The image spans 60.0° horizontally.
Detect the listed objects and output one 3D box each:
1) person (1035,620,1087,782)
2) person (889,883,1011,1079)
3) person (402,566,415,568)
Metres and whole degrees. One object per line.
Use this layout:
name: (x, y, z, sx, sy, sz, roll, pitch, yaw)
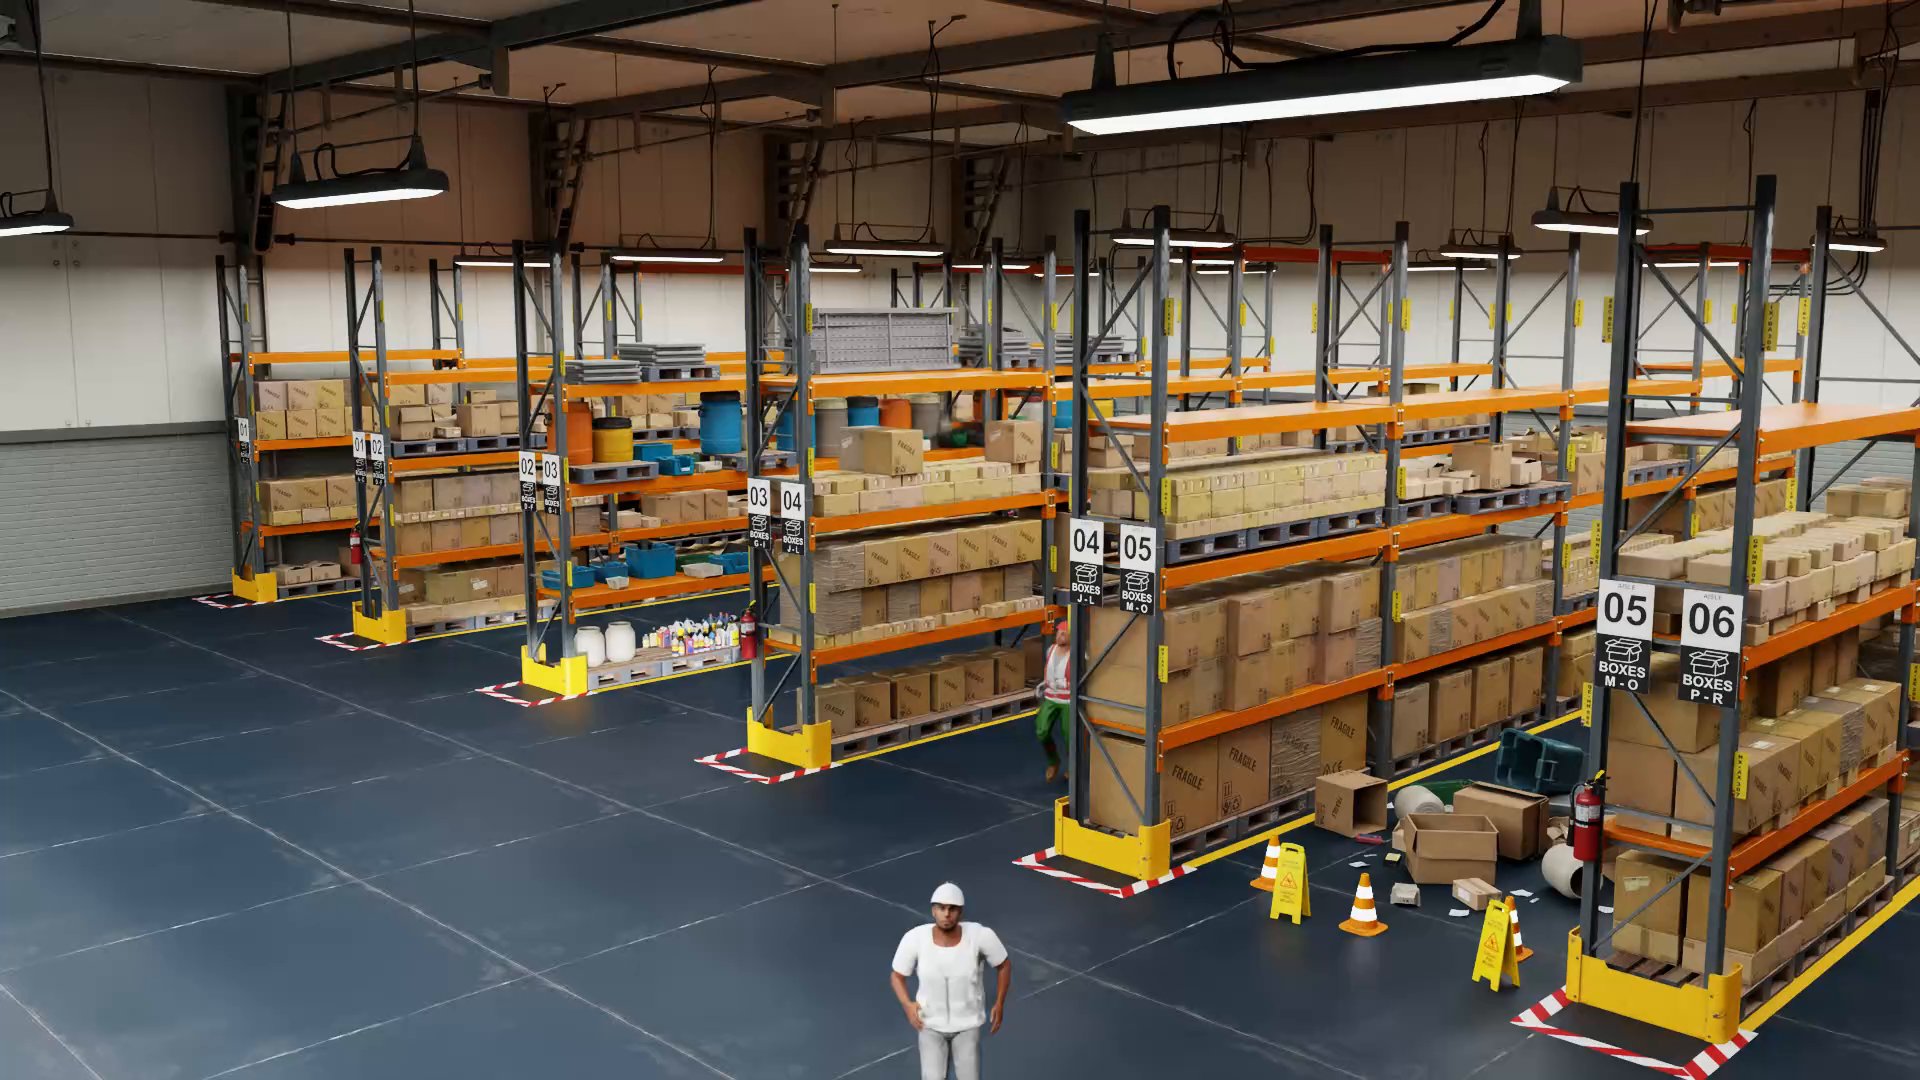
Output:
person: (1.077, 1.748, 17.932, 0.650, 1.769, 0.691, 5, 9, 31)
person: (-0.063, 2.909, 10.087, 0.736, 1.727, 0.613, 0, 8, 2)
person: (-9.329, 0.448, 27.901, 0.529, 1.554, 0.549, 5, 9, 30)
